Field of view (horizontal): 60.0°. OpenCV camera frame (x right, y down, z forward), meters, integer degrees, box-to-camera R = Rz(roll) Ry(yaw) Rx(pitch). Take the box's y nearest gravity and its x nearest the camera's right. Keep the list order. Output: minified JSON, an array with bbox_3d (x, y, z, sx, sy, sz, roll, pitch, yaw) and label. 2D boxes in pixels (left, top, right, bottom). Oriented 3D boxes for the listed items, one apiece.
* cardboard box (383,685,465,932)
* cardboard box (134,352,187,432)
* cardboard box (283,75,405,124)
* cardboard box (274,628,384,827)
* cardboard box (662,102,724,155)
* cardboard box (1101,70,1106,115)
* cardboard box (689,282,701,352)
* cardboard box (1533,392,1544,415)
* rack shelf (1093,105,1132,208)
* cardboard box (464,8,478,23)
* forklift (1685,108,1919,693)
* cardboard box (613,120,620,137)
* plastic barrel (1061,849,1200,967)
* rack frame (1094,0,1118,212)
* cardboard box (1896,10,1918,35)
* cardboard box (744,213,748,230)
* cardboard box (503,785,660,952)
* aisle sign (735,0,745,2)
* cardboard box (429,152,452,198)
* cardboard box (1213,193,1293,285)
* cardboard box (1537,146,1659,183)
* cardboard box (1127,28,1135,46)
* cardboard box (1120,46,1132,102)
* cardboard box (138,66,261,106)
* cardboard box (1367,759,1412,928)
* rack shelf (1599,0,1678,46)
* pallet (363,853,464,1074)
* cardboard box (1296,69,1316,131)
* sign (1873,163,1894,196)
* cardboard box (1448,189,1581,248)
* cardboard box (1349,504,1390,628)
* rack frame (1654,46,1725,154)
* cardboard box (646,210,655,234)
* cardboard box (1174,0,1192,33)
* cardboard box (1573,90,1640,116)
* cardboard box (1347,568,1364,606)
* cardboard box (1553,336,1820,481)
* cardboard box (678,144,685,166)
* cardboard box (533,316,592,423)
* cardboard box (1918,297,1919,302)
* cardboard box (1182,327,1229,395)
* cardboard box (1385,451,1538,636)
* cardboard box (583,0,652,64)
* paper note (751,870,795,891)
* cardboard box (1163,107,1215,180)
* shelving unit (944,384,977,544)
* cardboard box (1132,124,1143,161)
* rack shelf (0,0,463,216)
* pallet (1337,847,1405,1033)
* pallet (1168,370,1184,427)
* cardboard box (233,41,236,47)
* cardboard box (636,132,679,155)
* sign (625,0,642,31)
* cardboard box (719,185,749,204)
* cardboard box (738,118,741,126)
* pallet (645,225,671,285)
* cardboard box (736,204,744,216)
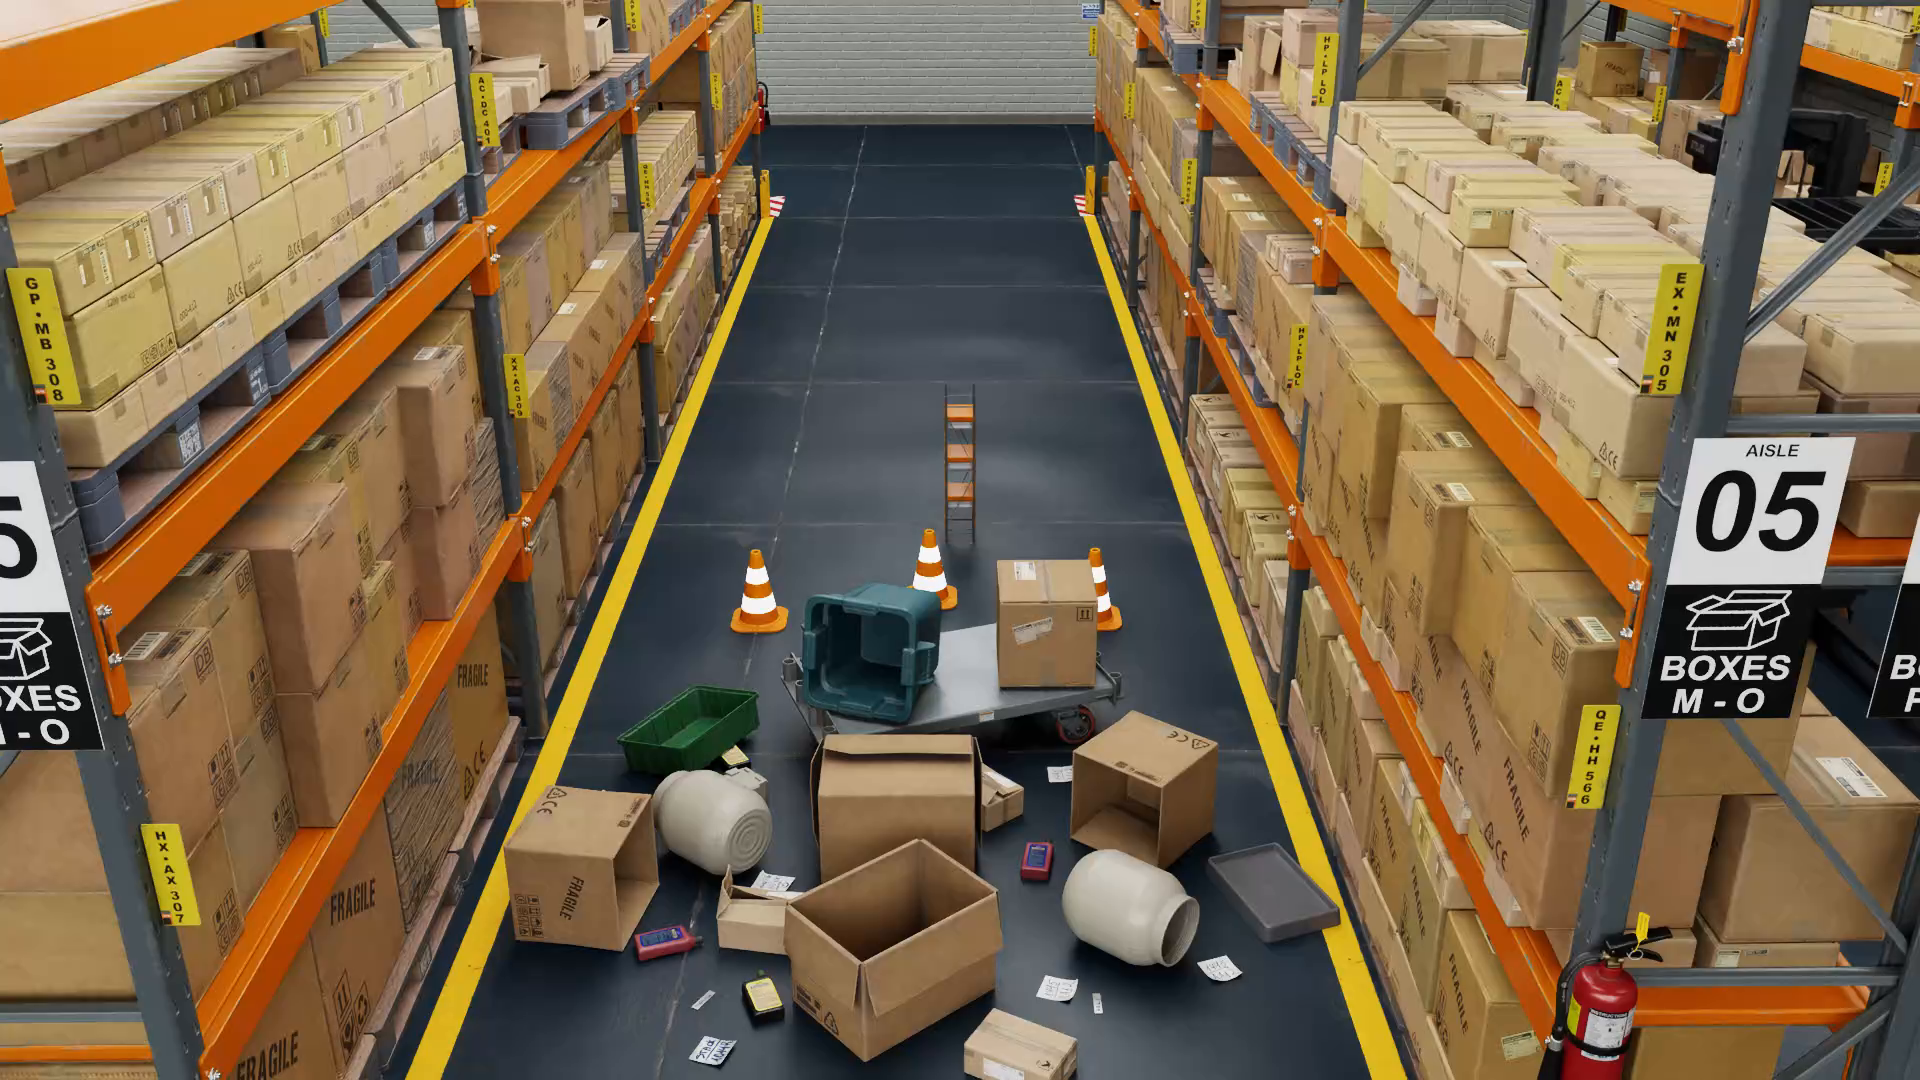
[{"bbox_3d":[-2.768,1.092,7.265,0.875,0.875,0.875,0,24,0],"label":"cardboard box"},{"bbox_3d":[-2.362,-0.405,4.539,0.380,0.149,0.250,0,24,0],"label":"cardboard box"},{"bbox_3d":[-2.389,-1.709,6.454,0.380,0.149,0.250,0,24,0],"label":"cardboard box"},{"bbox_3d":[-2.633,0.653,5.984,0.875,0.550,0.550,0,24,-1],"label":"cardboard box"},{"bbox_3d":[-2.559,-3.999,15.969,0.500,0.500,0.500,-1,24,-2],"label":"cardboard box"},{"bbox_3d":[1.851,-4.963,18.462,0.500,0.500,0.500,-1,24,-1],"label":"cardboard box"},{"bbox_3d":[-2.539,-1.938,14.420,0.500,0.500,0.500,-1,24,-2],"label":"cardboard box"},{"bbox_3d":[2.050,-0.446,5.262,0.380,0.149,0.250,0,24,0],"label":"cardboard box"},{"bbox_3d":[2.121,-4.173,17.709,1.077,0.370,4.000,0,24,-1],"label":"rack shelf"},{"bbox_3d":[-2.974,-3.228,10.585,0.500,0.311,0.500,0,24,0],"label":"cardboard box"},{"bbox_3d":[4.783,-0.917,9.721,1.130,2.935,3.031,-1,24,-1],"label":"forklift"},{"bbox_3d":[-3.252,-3.681,14.823,0.380,0.149,0.250,0,24,1],"label":"cardboard box"},{"bbox_3d":[0.737,1.598,7.204,0.512,0.421,0.421,19,30,35],"label":"plastic barrel"},{"bbox_3d":[2.099,-5.325,19.383,1.000,3.000,0.127,0,24,-1],"label":"rack frame"},{"bbox_3d":[6.905,-3.677,11.799,0.380,0.149,0.250,0,24,1],"label":"cardboard box"},{"bbox_3d":[-2.533,-3.516,18.334,0.380,0.149,0.250,-1,24,-3],"label":"cardboard box"},{"bbox_3d":[-1.676,1.457,7.419,0.500,0.500,0.500,4,25,9],"label":"cardboard box"},{"bbox_3d":[-2.550,-6.477,18.776,0.394,0.787,0.004,0,24,-1],"label":"aisle sign"},{"bbox_3d":[-2.392,-1.553,7.077,0.380,0.149,0.250,0,24,0],"label":"cardboard box"},{"bbox_3d":[1.973,-2.000,11.039,0.500,0.500,0.500,1,24,2],"label":"cardboard box"},{"bbox_3d":[2.479,-1.437,6.484,0.380,0.149,0.250,-1,24,-2],"label":"cardboard box"},{"bbox_3d":[1.874,-5.018,16.583,0.380,0.149,0.250,0,24,-1],"label":"cardboard box"},{"bbox_3d":[1.864,-4.580,16.402,0.500,0.500,0.500,-1,24,-1],"label":"cardboard box"},{"bbox_3d":[-3.048,-1.808,6.673,0.380,0.149,0.250,0,24,-1],"label":"cardboard box"},{"bbox_3d":[1.997,1.236,6.794,0.500,0.500,0.500,-1,24,-2],"label":"cardboard box"},{"bbox_3d":[7.084,-5.563,17.144,1.077,0.370,4.000,0,24,-1],"label":"rack shelf"},{"bbox_3d":[-2.772,1.772,7.076,1.003,0.211,1.213,0,24,-1],"label":"pallet"},{"bbox_3d":[2.078,-2.318,8.768,0.500,0.250,0.500,0,24,0],"label":"cardboard box"},{"bbox_3d":[6.607,-2.537,11.911,0.100,0.325,0.005,0,24,-1],"label":"sign"},{"bbox_3d":[1.924,-1.117,5.777,0.380,0.149,0.250,0,24,1],"label":"cardboard box"},{"bbox_3d":[1.977,0.035,7.050,0.500,0.500,0.500,0,24,-1],"label":"cardboard box"},{"bbox_3d":[7.106,-3.700,15.792,1.000,3.000,0.127,0,24,-1],"label":"rack frame"},{"bbox_3d":[-2.572,-2.448,12.818,0.380,0.149,0.250,1,24,2],"label":"cardboard box"},{"bbox_3d":[1.986,-4.039,12.269,0.700,0.500,0.500,-1,24,-3],"label":"cardboard box"},{"bbox_3d":[6.839,-4.600,17.603,0.500,0.250,0.500,-1,24,-2],"label":"cardboard box"},{"bbox_3d":[1.969,0.181,7.515,0.380,0.149,0.250,0,24,1],"label":"cardboard box"},{"bbox_3d":[1.999,-0.375,4.621,0.500,0.250,0.500,-1,24,-1],"label":"cardboard box"},{"bbox_3d":[-2.593,-3.338,14.426,0.380,0.149,0.250,-1,24,-2],"label":"cardboard box"},{"bbox_3d":[-2.464,-0.994,9.686,0.500,0.500,0.500,0,24,-1],"label":"cardboard box"},{"bbox_3d":[6.911,-1.593,11.313,0.500,0.250,0.500,-1,24,-2],"label":"cardboard box"},{"bbox_3d":[2.262,-1.537,13.076,0.875,0.875,0.875,0,24,-1],"label":"cardboard box"},{"bbox_3d":[1.943,0.004,5.906,0.700,0.500,0.500,-1,24,-1],"label":"cardboard box"},{"bbox_3d":[-2.502,-3.613,11.837,0.500,0.500,0.500,0,24,-1],"label":"cardboard box"},{"bbox_3d":[-0.874,1.592,7.703,0.172,0.023,0.155,8,26,18],"label":"paper note"},{"bbox_3d":[1.907,-3.157,13.256,0.500,0.500,0.500,0,24,-1],"label":"cardboard box"},{"bbox_3d":[-0.001,-0.500,11.082,0.215,1.050,0.252,0,24,-1],"label":"shelving unit"},{"bbox_3d":[1.866,-3.653,15.263,0.500,0.250,0.500,-1,24,-2],"label":"cardboard box"},{"bbox_3d":[-2.697,-1.715,5.481,1.077,0.370,4.000,0,24,-1],"label":"rack shelf"},{"bbox_3d":[2.289,1.671,7.299,1.003,0.211,1.213,0,24,-1],"label":"pallet"},{"bbox_3d":[2.253,-1.083,13.388,1.003,0.211,1.213,0,24,-1],"label":"pallet"},{"bbox_3d":[-8.070,-5.284,18.204,0.500,0.500,0.500,-1,24,-2],"label":"cardboard box"},{"bbox_3d":[-2.599,-3.369,14.133,0.380,0.149,0.250,-1,24,-2],"label":"cardboard box"},{"bbox_3d":[-2.207,-3.602,11.210,0.100,0.325,0.005,0,24,-1],"label":"sign"},{"bbox_3d":[-2.517,-3.780,18.196,0.380,0.149,0.250,1,24,1],"label":"cardboard box"},{"bbox_3d":[-2.581,-4.594,18.072,0.380,0.149,0.250,-1,24,-3],"label":"cardboard box"},{"bbox_3d":[-2.877,-2.170,12.641,1.213,0.211,1.003,0,24,-1],"label":"pallet"},{"bbox_3d":[-2.548,-3.539,18.025,0.380,0.149,0.250,1,24,2],"label":"cardboard box"}]
